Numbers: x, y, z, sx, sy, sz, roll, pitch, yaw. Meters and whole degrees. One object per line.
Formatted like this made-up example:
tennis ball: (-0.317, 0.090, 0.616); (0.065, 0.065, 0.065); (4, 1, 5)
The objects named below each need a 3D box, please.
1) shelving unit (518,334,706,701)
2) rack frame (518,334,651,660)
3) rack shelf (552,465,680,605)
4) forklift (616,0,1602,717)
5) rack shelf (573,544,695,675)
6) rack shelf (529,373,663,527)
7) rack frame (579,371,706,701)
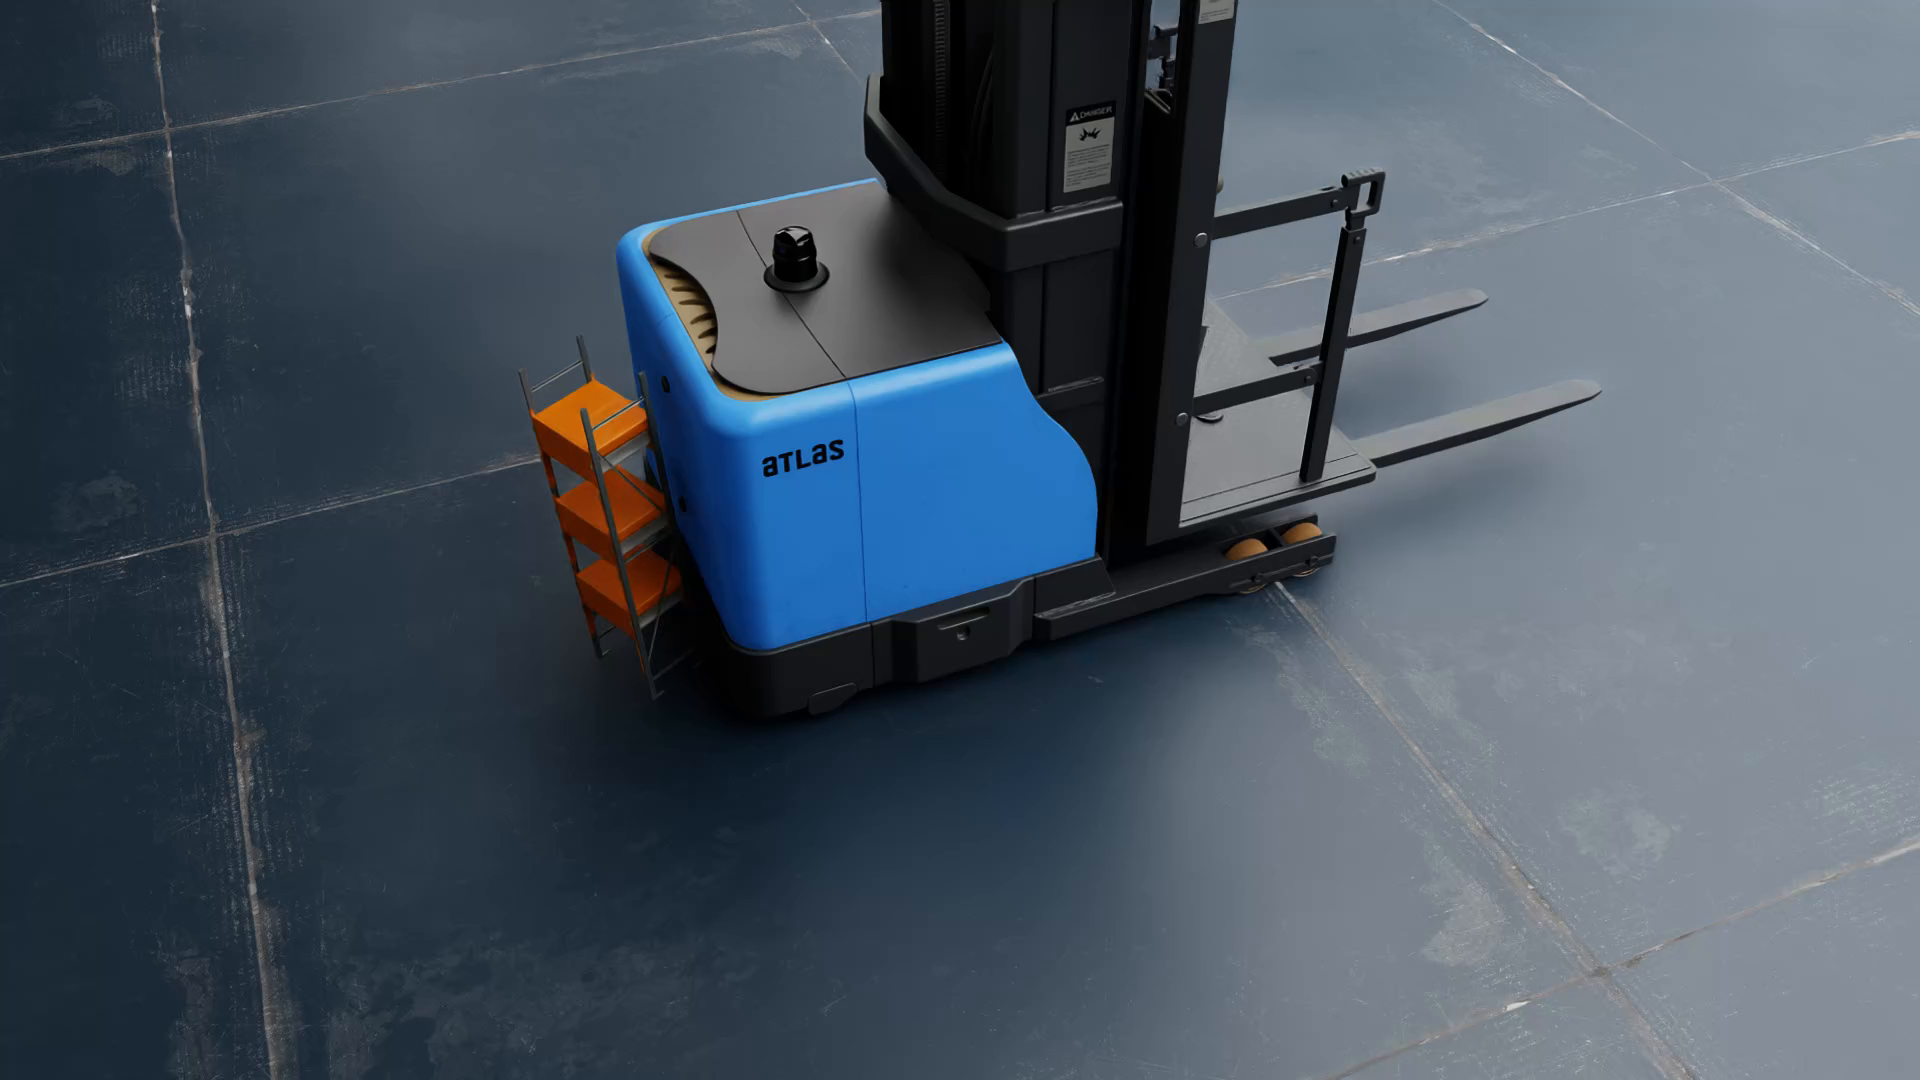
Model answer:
shelving unit: (-0.918, -0.035, 4.476); (0.252, 1.050, 0.215); (30, 52, 31)
rack frame: (-1.009, -0.088, 4.538); (0.008, 1.050, 0.200); (30, 52, 31)
rack shelf: (-0.918, -0.027, 4.483); (0.240, 0.259, 0.215); (30, 52, 31)
forklift: (0.598, -1.250, 4.456); (3.031, 2.935, 1.130); (-16, 43, -17)
rack shelf: (-0.907, 0.176, 4.673); (0.240, 0.259, 0.215); (30, 52, 31)
rack shelf: (-0.929, -0.234, 4.290); (0.240, 0.259, 0.215); (30, 52, 31)
rack frame: (-0.828, 0.019, 4.414); (0.008, 1.050, 0.200); (30, 52, 31)
